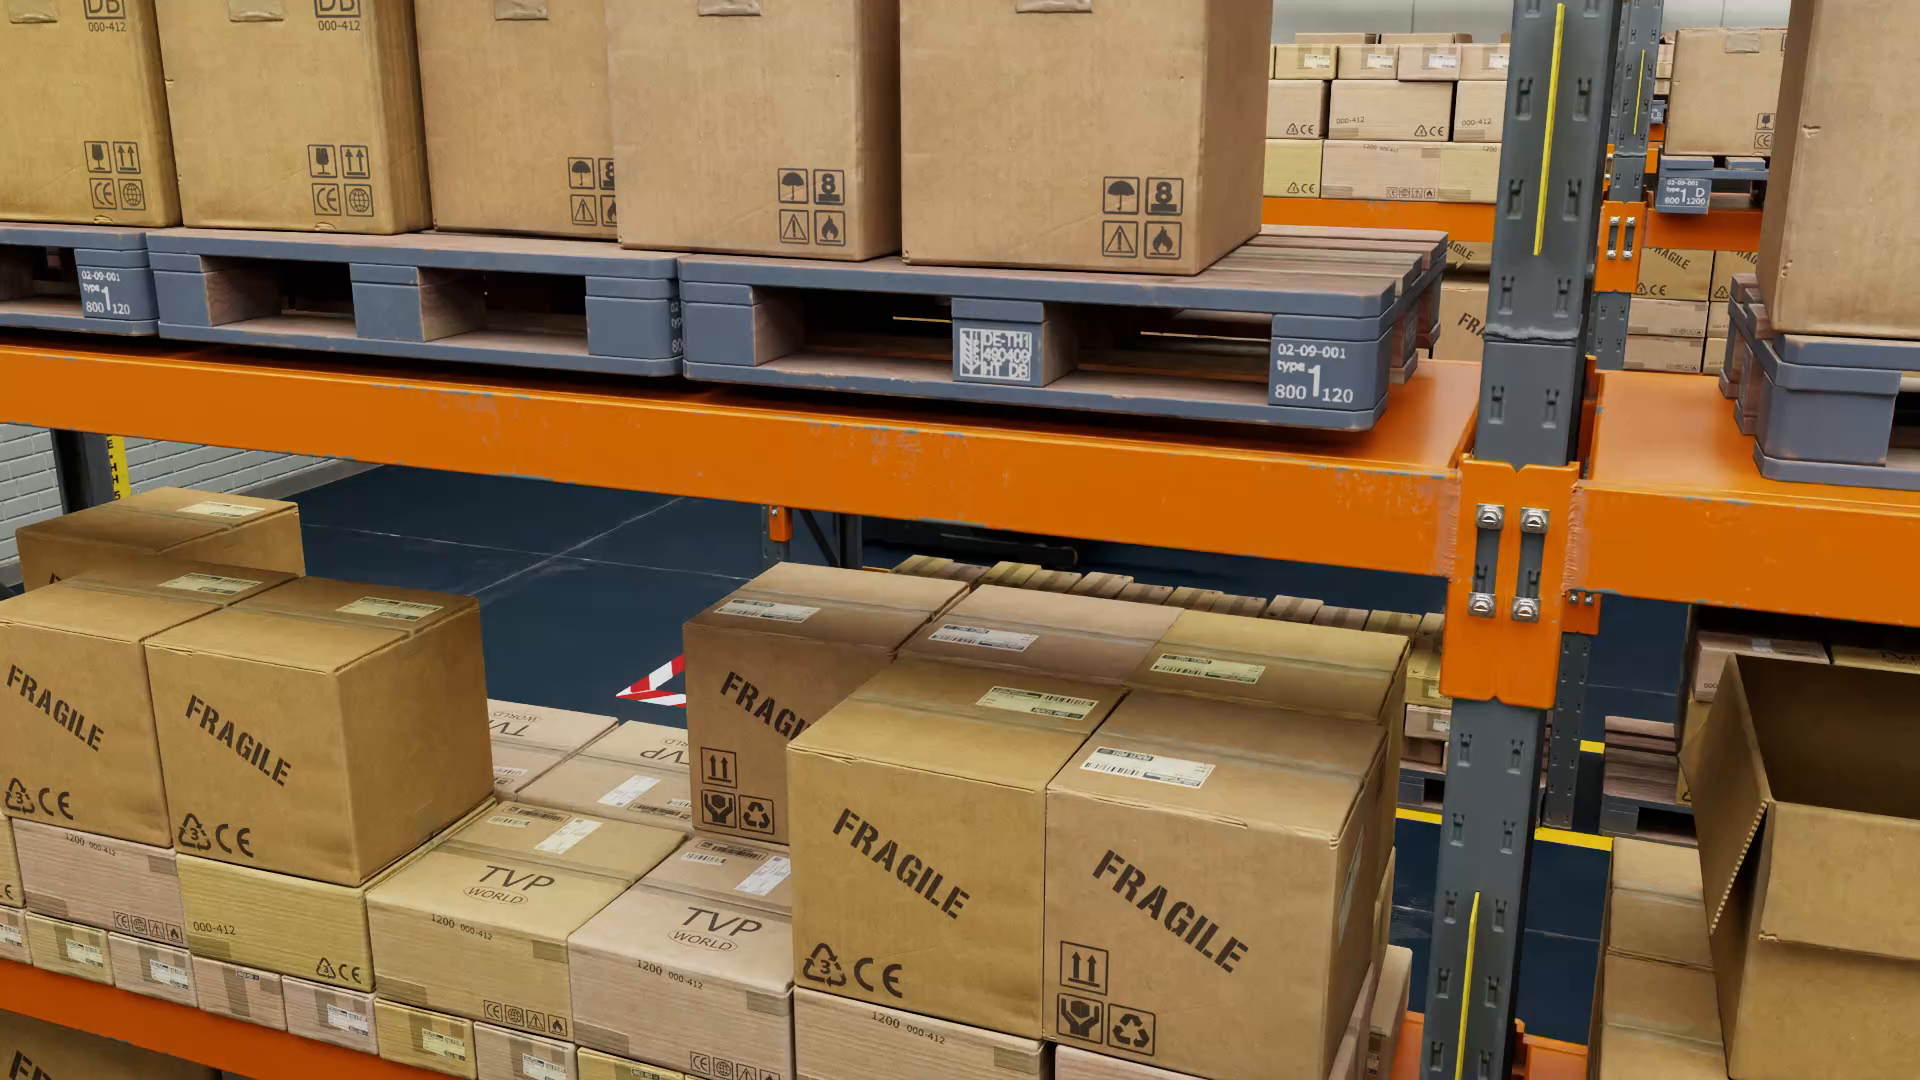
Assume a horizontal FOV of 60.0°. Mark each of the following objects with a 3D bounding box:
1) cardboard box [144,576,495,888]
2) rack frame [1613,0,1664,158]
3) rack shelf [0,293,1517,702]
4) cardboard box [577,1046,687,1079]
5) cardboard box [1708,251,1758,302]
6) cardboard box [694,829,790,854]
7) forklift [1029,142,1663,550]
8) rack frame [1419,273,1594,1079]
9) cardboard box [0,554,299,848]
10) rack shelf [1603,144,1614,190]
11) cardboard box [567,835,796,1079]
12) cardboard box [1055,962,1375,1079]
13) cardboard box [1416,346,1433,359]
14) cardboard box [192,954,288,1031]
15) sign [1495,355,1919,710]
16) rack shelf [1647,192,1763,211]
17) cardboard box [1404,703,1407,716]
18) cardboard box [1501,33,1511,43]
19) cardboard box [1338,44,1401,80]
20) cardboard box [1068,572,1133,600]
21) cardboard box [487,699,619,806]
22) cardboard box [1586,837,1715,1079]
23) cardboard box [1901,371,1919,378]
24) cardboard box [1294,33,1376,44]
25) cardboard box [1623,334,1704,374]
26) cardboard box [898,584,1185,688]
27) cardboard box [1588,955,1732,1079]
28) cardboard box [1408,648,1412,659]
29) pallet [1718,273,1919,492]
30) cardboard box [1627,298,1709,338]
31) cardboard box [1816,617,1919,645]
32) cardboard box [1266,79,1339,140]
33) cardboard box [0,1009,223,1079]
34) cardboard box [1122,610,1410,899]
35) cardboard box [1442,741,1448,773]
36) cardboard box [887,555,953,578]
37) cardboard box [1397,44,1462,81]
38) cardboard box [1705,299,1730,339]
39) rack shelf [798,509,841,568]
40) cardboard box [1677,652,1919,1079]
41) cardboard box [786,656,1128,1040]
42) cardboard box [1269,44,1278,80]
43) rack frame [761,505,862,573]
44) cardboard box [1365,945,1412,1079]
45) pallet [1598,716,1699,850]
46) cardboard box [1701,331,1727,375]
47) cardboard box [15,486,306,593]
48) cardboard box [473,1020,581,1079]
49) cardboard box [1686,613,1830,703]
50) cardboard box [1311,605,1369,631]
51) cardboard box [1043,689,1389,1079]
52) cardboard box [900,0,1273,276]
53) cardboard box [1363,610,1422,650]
[{"bbox_3d":[-1.427,0.413,3.762,0.500,0.500,0.500,6,17,19],"label":"cardboard box"},{"bbox_3d":[2.911,-3.126,6.801,0.127,3.000,1.000,6,17,21],"label":"rack frame"},{"bbox_3d":[-0.863,-0.269,3.628,4.000,0.370,1.077,6,17,21],"label":"rack shelf"},{"bbox_3d":[-0.602,1.074,3.544,0.250,0.149,0.380,6,17,20],"label":"cardboard box"},{"bbox_3d":[5.421,-1.903,11.375,0.500,0.500,0.500,6,17,20],"label":"cardboard box"},{"bbox_3d":[-0.288,0.741,3.978,0.500,0.250,0.500,7,17,22],"label":"cardboard box"},{"bbox_3d":[4.704,-3.066,13.393,8.879,5.209,8.052,6,17,20],"label":"forklift"},{"bbox_3d":[0.997,1.031,3.242,0.127,3.000,1.000,6,17,21],"label":"rack frame"},{"bbox_3d":[-1.911,0.361,3.939,0.500,0.500,0.500,6,17,19],"label":"cardboard box"},{"bbox_3d":[2.773,-2.839,12.482,4.000,0.370,1.077,6,17,21],"label":"rack shelf"},{"bbox_3d":[-0.467,0.879,3.502,0.500,0.250,0.500,7,17,22],"label":"cardboard box"},{"bbox_3d":[0.490,0.983,3.142,0.500,0.250,0.500,6,17,20],"label":"cardboard box"},{"bbox_3d":[1.892,-0.945,7.544,0.500,0.500,0.500,6,17,19],"label":"cardboard box"},{"bbox_3d":[-1.558,0.969,3.906,0.250,0.149,0.380,6,17,20],"label":"cardboard box"},{"bbox_3d":[5.397,-1.940,8.319,4.000,0.966,14.919,6,17,21],"label":"sign"},{"bbox_3d":[4.772,-1.264,6.577,3.809,0.052,0.919,6,17,21],"label":"rack shelf"},{"bbox_3d":[1.990,0.783,7.924,0.250,0.149,0.380,6,17,19],"label":"cardboard box"},{"bbox_3d":[4.163,-3.392,11.985,0.500,0.500,0.500,7,17,22],"label":"cardboard box"},{"bbox_3d":[1.827,-2.102,7.311,0.250,0.149,0.380,7,18,23],"label":"cardboard box"},{"bbox_3d":[0.764,0.306,9.032,0.250,0.149,0.380,7,18,23],"label":"cardboard box"},{"bbox_3d":[-1.230,0.636,4.338,0.500,0.250,0.500,6,17,19],"label":"cardboard box"},{"bbox_3d":[1.533,0.960,3.307,0.500,0.500,0.500,6,17,21],"label":"cardboard box"},{"bbox_3d":[6.361,-1.191,11.165,0.500,0.250,0.500,6,17,20],"label":"cardboard box"},{"bbox_3d":[2.733,-3.441,12.155,0.500,0.500,0.500,7,17,22],"label":"cardboard box"},{"bbox_3d":[4.946,-1.354,11.725,0.500,0.250,0.500,6,17,19],"label":"cardboard box"},{"bbox_3d":[0.190,0.432,3.694,0.500,0.500,0.500,6,17,21],"label":"cardboard box"},{"bbox_3d":[1.334,1.095,2.842,0.500,0.500,0.500,6,17,21],"label":"cardboard box"},{"bbox_3d":[1.998,0.628,7.922,0.250,0.149,0.380,6,17,20],"label":"cardboard box"},{"bbox_3d":[1.868,-0.236,2.571,1.217,0.209,0.805,6,17,18],"label":"pallet"},{"bbox_3d":[4.939,-1.589,11.639,0.500,0.250,0.500,6,17,19],"label":"cardboard box"},{"bbox_3d":[4.170,0.460,7.593,0.500,0.250,0.500,7,18,23],"label":"cardboard box"},{"bbox_3d":[1.422,-1.943,7.479,0.500,0.250,0.500,7,18,23],"label":"cardboard box"},{"bbox_3d":[-2.099,1.485,4.735,0.875,0.875,0.875,6,17,21],"label":"cardboard box"},{"bbox_3d":[0.646,0.485,3.514,0.500,0.500,0.500,6,17,21],"label":"cardboard box"},{"bbox_3d":[2.422,0.971,7.810,0.250,0.149,0.380,7,17,21],"label":"cardboard box"},{"bbox_3d":[-0.224,0.216,9.342,0.250,0.149,0.380,6,17,21],"label":"cardboard box"},{"bbox_3d":[2.028,-2.045,7.113,0.250,0.149,0.380,6,17,21],"label":"cardboard box"},{"bbox_3d":[5.435,-1.543,11.480,0.500,0.250,0.500,7,17,21],"label":"cardboard box"},{"bbox_3d":[-0.811,-0.653,9.044,0.053,2.616,0.949,6,17,21],"label":"rack shelf"},{"bbox_3d":[1.595,0.565,2.870,0.637,0.503,0.797,6,17,19],"label":"cardboard box"},{"bbox_3d":[0.007,0.570,3.220,0.500,0.500,0.500,6,17,21],"label":"cardboard box"},{"bbox_3d":[1.307,-2.132,7.413,0.265,0.149,0.390,7,18,22],"label":"cardboard box"},{"bbox_3d":[-0.810,-0.654,9.046,0.127,3.000,1.000,6,17,21],"label":"rack frame"},{"bbox_3d":[0.844,1.035,3.678,0.250,0.149,0.380,6,17,21],"label":"cardboard box"},{"bbox_3d":[3.636,1.174,7.753,1.213,0.211,1.003,6,17,21],"label":"pallet"},{"bbox_3d":[5.428,-1.301,11.544,0.500,0.250,0.500,6,17,19],"label":"cardboard box"},{"bbox_3d":[-2.174,0.173,4.589,0.500,0.500,0.500,7,17,21],"label":"cardboard box"},{"bbox_3d":[-0.838,1.048,3.635,0.250,0.149,0.380,7,17,22],"label":"cardboard box"},{"bbox_3d":[3.502,0.538,7.326,0.500,0.250,0.500,5,17,18],"label":"cardboard box"},{"bbox_3d":[1.928,0.470,8.466,0.250,0.149,0.380,6,17,19],"label":"cardboard box"},{"bbox_3d":[0.472,0.623,3.040,0.500,0.500,0.500,7,18,22],"label":"cardboard box"},{"bbox_3d":[0.247,-0.772,2.959,0.500,0.500,0.700,5,17,17],"label":"cardboard box"},{"bbox_3d":[2.179,0.491,8.395,0.269,0.149,0.392,7,18,23],"label":"cardboard box"}]
